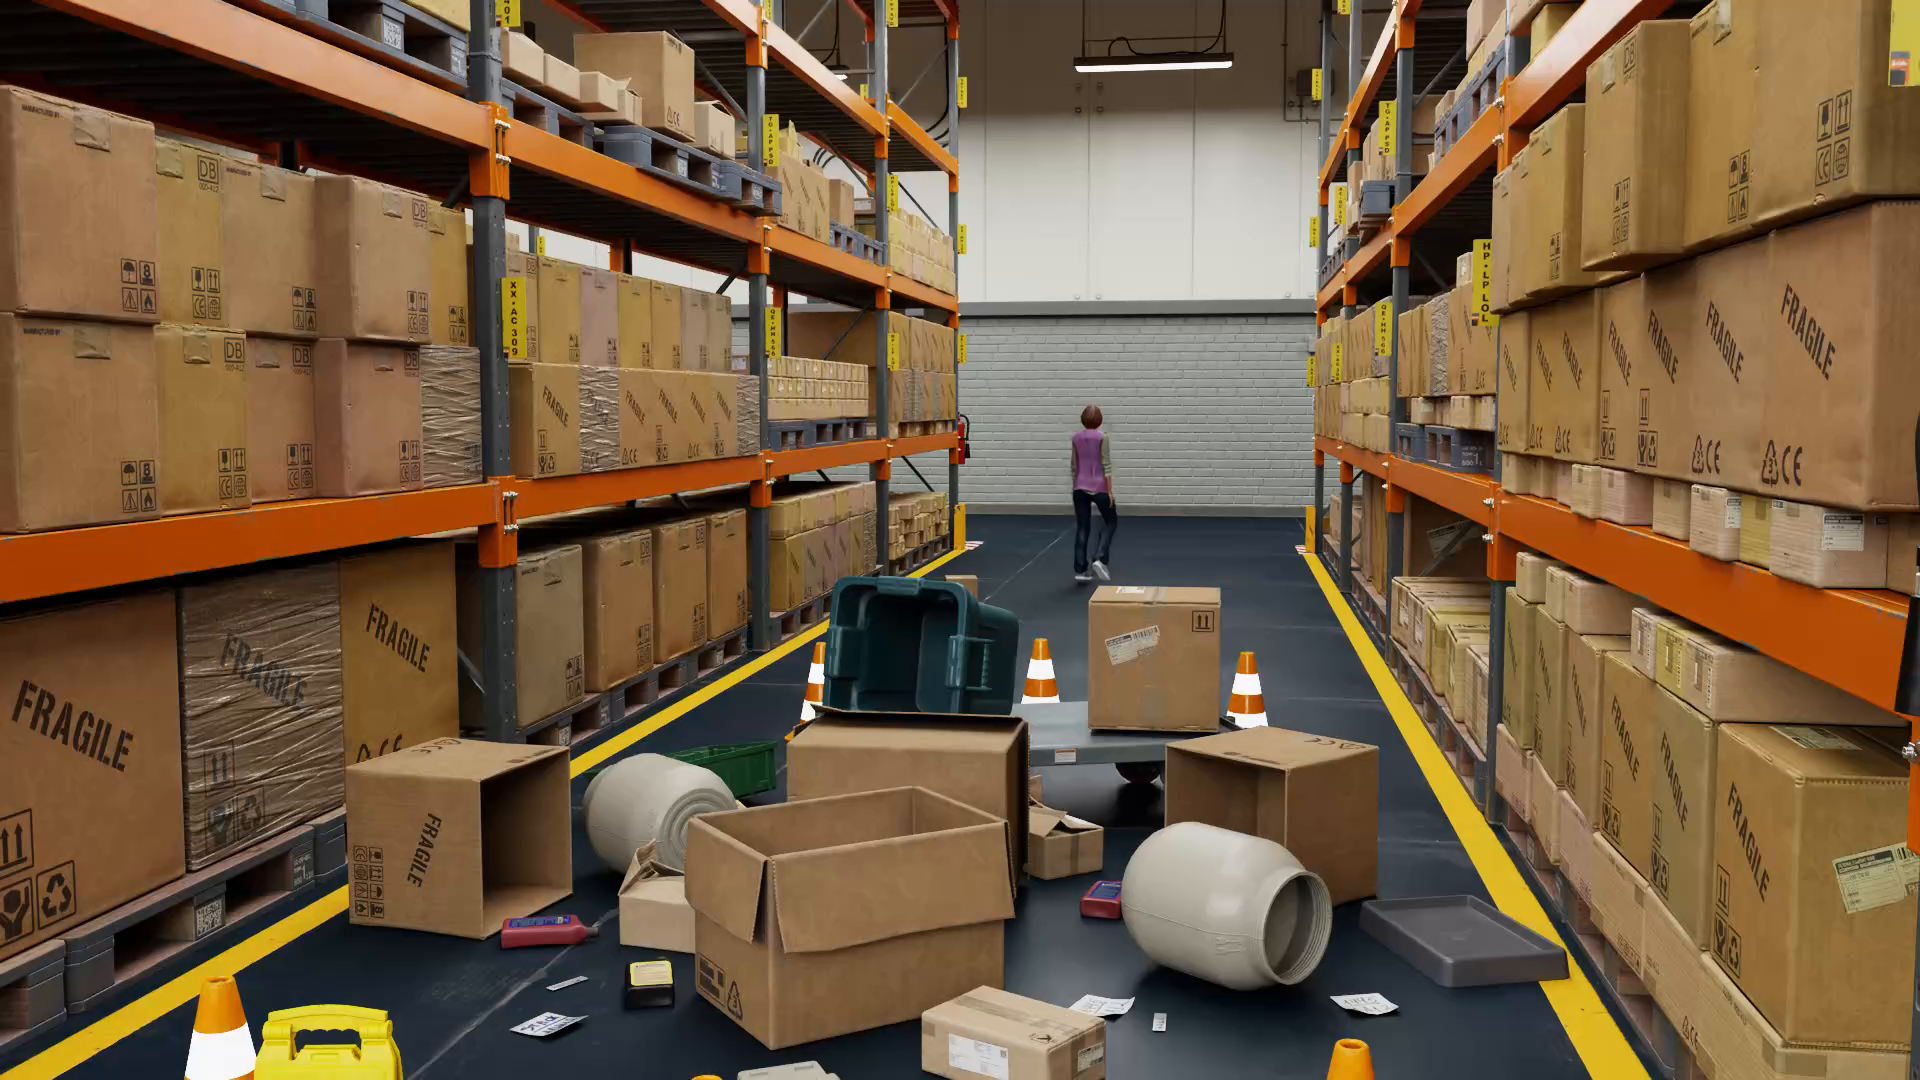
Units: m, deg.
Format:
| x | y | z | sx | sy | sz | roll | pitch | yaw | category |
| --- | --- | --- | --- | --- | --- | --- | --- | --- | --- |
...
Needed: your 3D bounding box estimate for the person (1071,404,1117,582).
| x | y | z | sx | sy | sz | roll | pitch | yaw | category |
| --- | --- | --- | --- | --- | --- | --- | --- | --- | --- |
| 1.206 | -0.417 | 15.091 | 0.442 | 1.623 | 0.468 | 2 | 5 | 25 | person |
